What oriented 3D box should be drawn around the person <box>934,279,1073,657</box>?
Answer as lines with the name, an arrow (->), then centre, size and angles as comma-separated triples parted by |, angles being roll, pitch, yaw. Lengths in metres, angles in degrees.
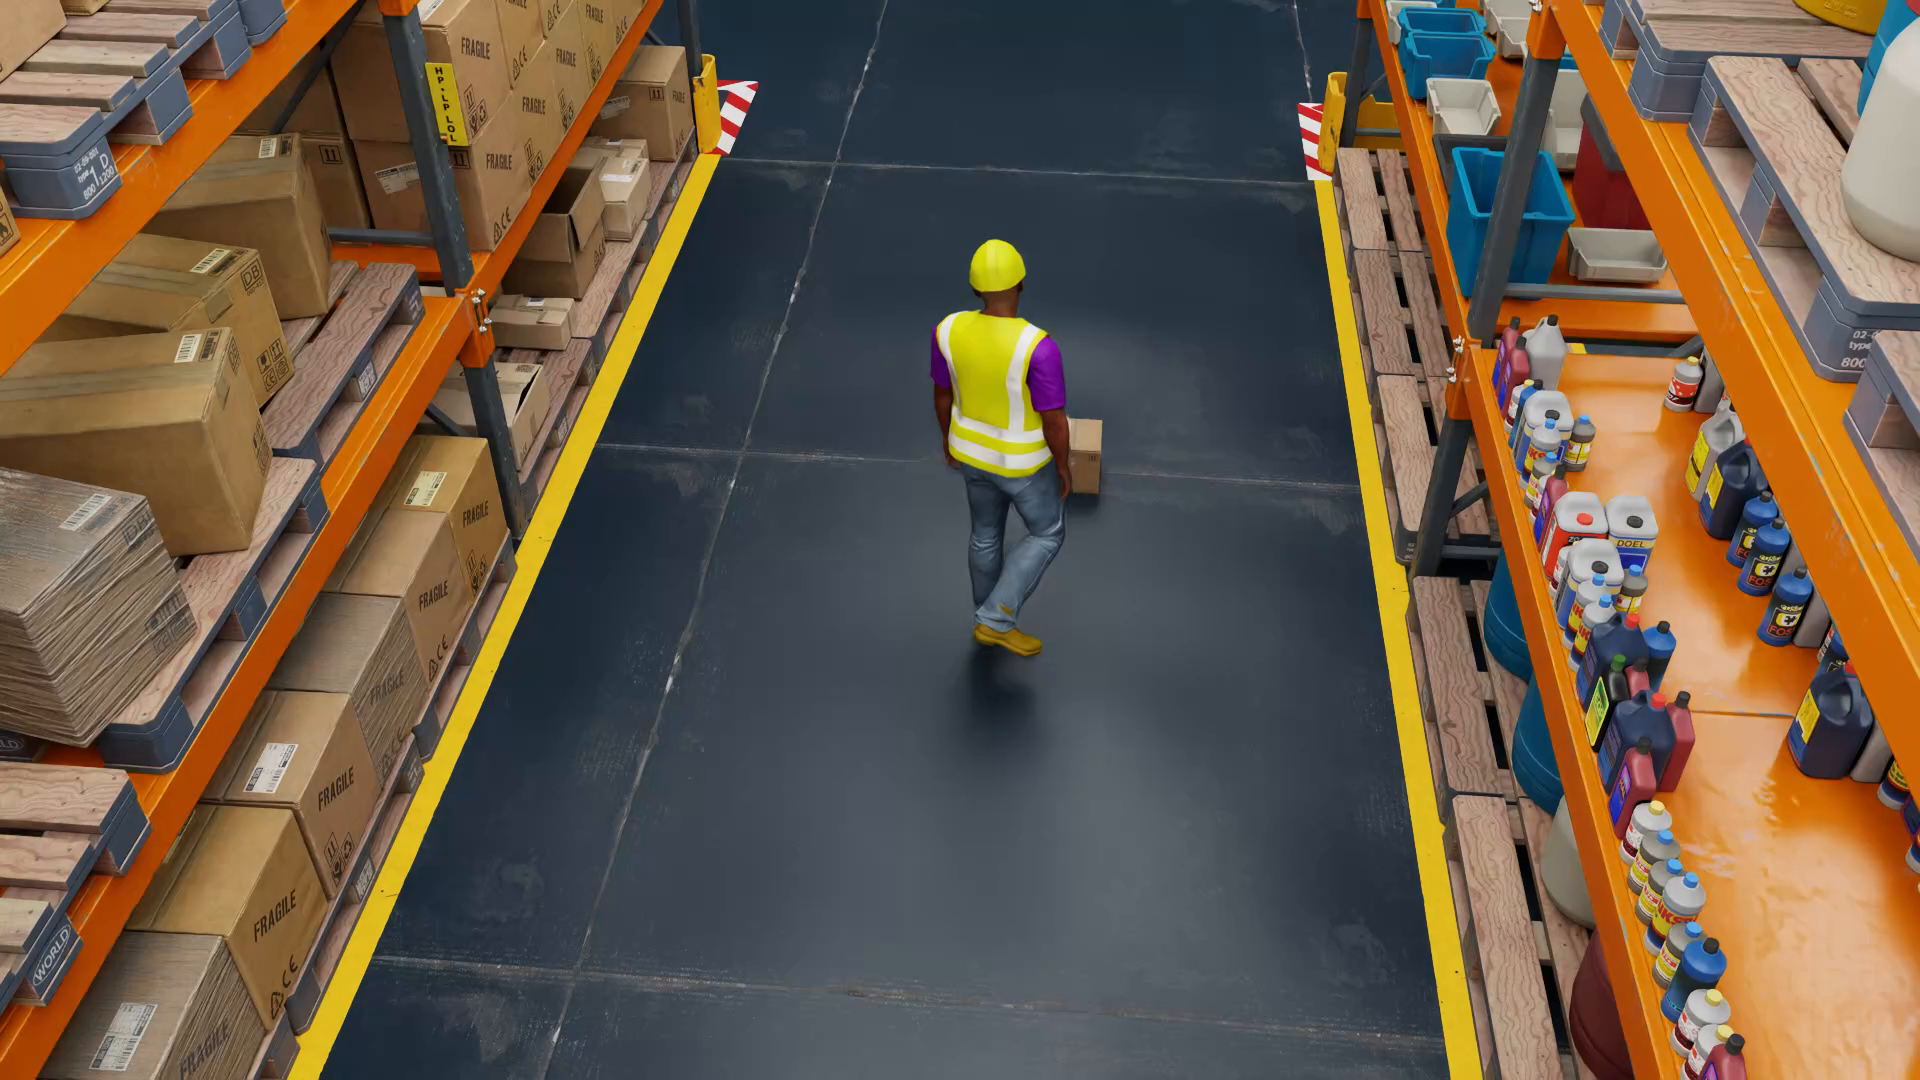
person -> 11.925, -4.683, 6.103 | 17.705, 9.000, 17.581 | 22, 45, 25
